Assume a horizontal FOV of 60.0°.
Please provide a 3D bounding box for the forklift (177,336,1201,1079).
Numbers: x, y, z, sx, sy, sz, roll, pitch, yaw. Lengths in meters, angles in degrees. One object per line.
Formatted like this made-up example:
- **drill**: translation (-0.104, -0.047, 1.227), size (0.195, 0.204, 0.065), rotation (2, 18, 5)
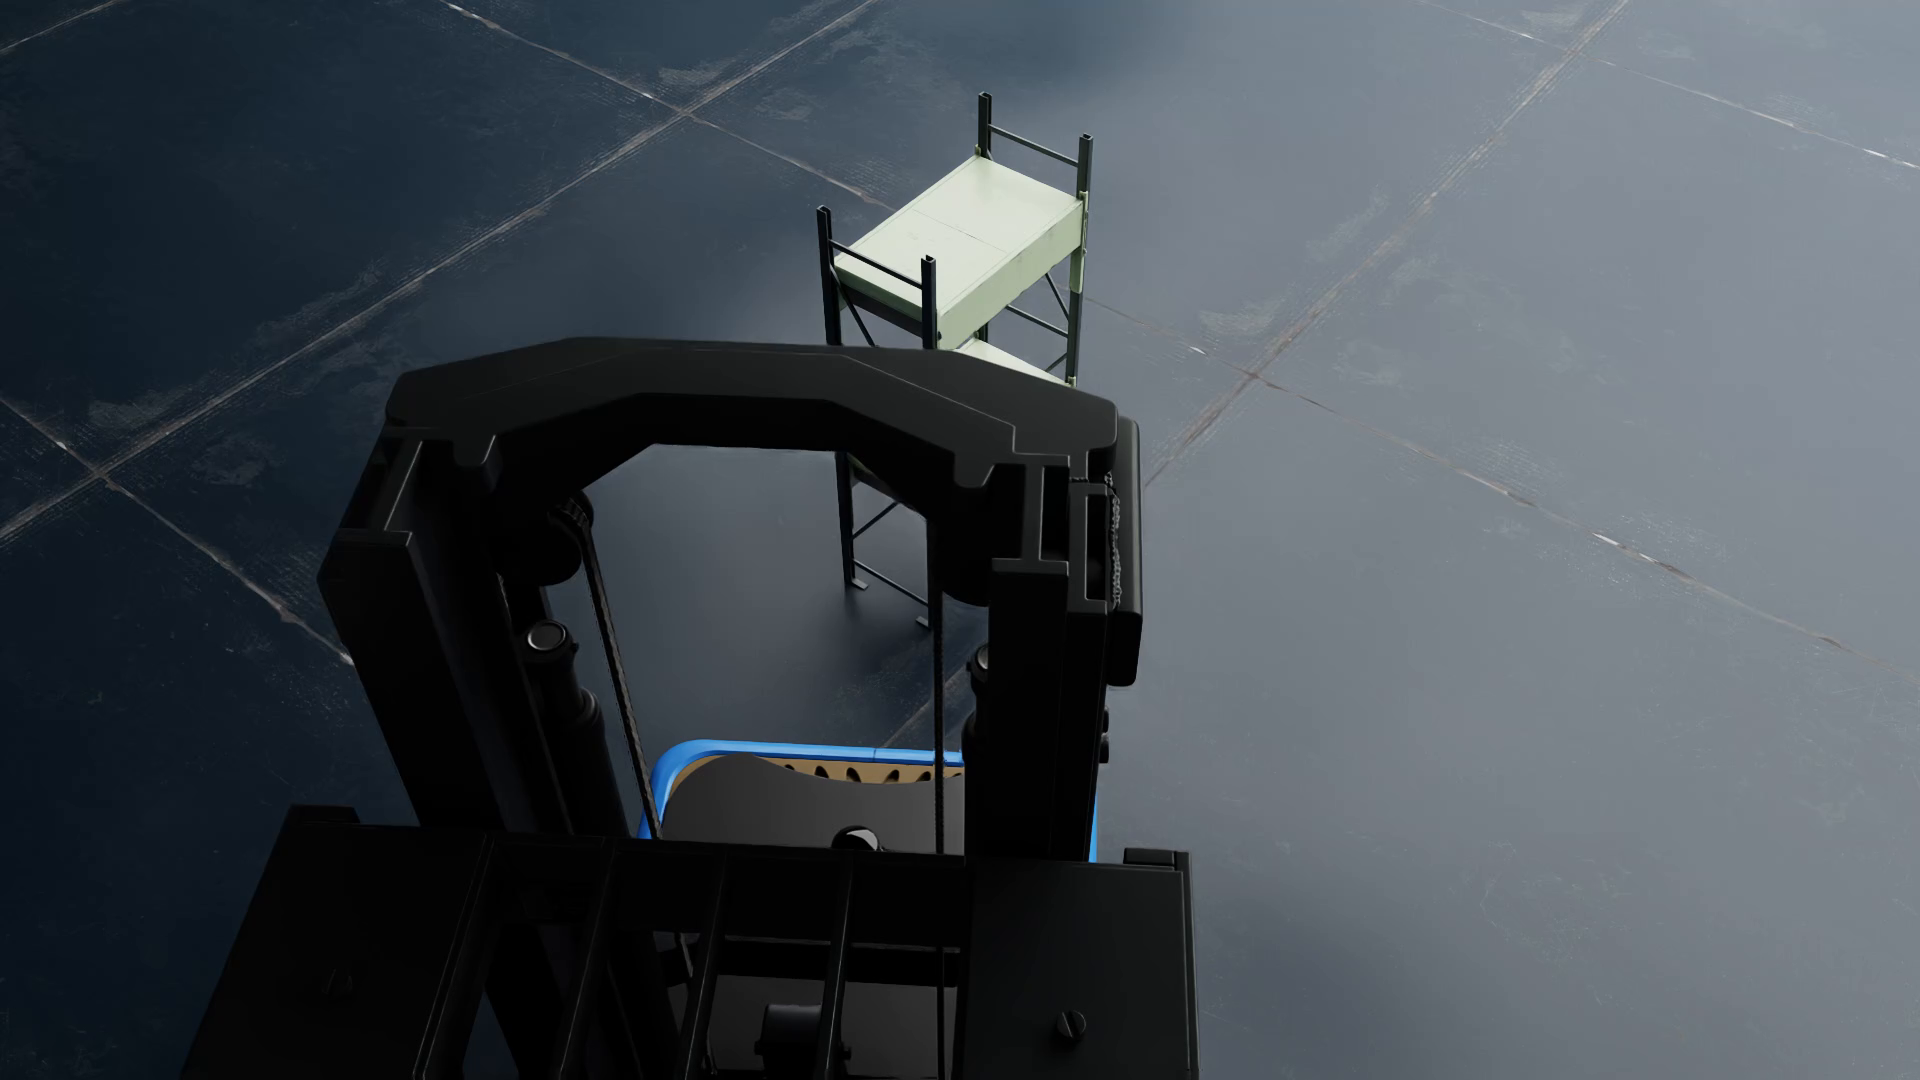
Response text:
- **forklift**: translation (-0.286, 1.272, 2.508), size (1.130, 2.935, 3.031), rotation (3, 46, 2)

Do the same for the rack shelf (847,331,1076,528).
- **rack shelf**: translation (-0.004, -0.289, 5.440), size (0.431, 0.370, 0.720), rotation (29, 53, 25)

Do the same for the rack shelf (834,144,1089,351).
- **rack shelf**: translation (-0.004, -0.784, 4.922), size (0.431, 0.370, 0.720), rotation (29, 53, 25)

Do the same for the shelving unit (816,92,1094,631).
- **shelving unit**: translation (-0.004, -0.514, 5.204), size (0.431, 1.500, 0.755), rotation (29, 53, 25)

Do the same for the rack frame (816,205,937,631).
- **rack frame**: translation (-0.228, -0.305, 5.004), size (0.400, 1.500, 0.023), rotation (29, 53, 25)

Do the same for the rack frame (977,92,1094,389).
- **rack frame**: translation (0.220, -0.724, 5.404), size (0.400, 1.500, 0.023), rotation (29, 53, 25)
